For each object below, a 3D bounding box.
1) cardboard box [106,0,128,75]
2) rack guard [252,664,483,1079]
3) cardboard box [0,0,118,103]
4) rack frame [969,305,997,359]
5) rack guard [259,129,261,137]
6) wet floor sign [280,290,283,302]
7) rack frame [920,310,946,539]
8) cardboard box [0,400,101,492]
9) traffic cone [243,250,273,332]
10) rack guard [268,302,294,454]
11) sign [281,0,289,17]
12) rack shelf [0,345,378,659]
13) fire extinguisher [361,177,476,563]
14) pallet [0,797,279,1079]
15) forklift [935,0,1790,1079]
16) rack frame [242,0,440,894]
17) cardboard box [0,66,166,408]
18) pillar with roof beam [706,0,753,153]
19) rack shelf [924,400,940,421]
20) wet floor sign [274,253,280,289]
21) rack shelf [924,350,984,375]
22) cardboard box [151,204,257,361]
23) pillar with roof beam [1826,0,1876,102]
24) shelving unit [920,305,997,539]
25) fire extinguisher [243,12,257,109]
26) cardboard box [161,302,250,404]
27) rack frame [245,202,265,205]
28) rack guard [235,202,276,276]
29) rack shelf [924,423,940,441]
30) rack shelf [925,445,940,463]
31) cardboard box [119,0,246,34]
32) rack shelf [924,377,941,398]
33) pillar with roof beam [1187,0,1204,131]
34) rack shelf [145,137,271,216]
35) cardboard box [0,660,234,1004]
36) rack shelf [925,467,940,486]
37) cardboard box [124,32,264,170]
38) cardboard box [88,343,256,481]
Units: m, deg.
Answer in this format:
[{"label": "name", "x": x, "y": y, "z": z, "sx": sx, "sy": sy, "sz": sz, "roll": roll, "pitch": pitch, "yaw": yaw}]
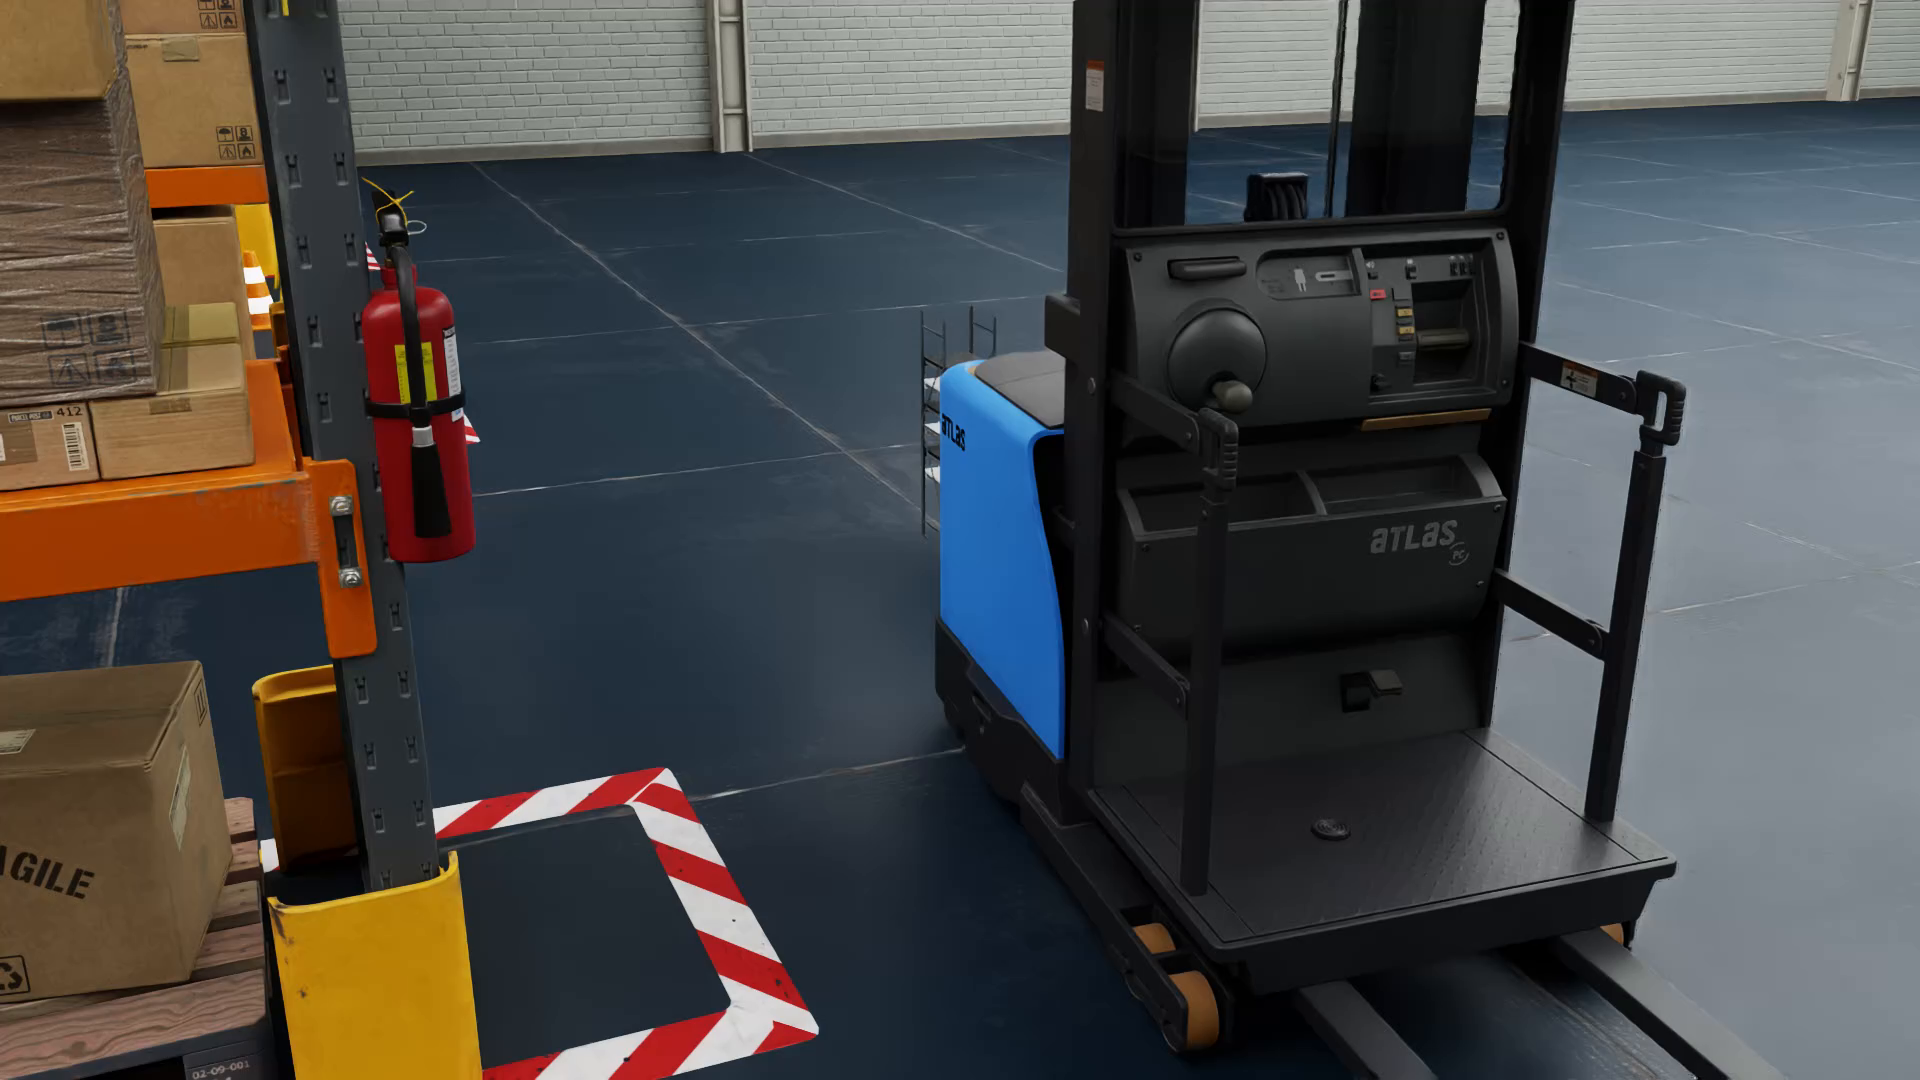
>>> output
[{"label": "cardboard box", "x": -1.885, "y": -1.133, "z": 3.119, "sx": 0.500, "sy": 0.500, "sz": 0.500, "roll": -8, "pitch": 21, "yaw": -22}, {"label": "rack guard", "x": -1.342, "y": 0.726, "z": 3.707, "sx": 0.348, "sy": 0.500, "sz": 1.175, "roll": -8, "pitch": 21, "yaw": -22}, {"label": "cardboard box", "x": -1.679, "y": -0.974, "z": 2.668, "sx": 0.500, "sy": 0.500, "sz": 0.500, "roll": -8, "pitch": 21, "yaw": -22}, {"label": "rack frame", "x": 0.086, "y": -0.437, "z": 6.408, "sx": 0.006, "sy": 0.900, "sz": 0.240, "roll": -8, "pitch": 21, "yaw": -22}, {"label": "rack guard", "x": -7.145, "y": -3.822, "z": 16.625, "sx": 0.348, "sy": 0.500, "sz": 1.175, "roll": -8, "pitch": 21, "yaw": -22}, {"label": "wet floor sign", "x": -3.902, "y": -1.486, "z": 9.770, "sx": 0.232, "sy": 0.644, "sz": 0.267, "roll": -12, "pitch": 23, "yaw": -31}, {"label": "rack frame", "x": -0.101, "y": -0.410, "z": 6.332, "sx": 0.006, "sy": 0.900, "sz": 0.240, "roll": -8, "pitch": 21, "yaw": -22}, {"label": "cardboard box", "x": -1.682, "y": -0.211, "z": 2.984, "sx": 0.250, "sy": 0.149, "sz": 0.380, "roll": -8, "pitch": 21, "yaw": -22}, {"label": "traffic cone", "x": -4.329, "y": -1.545, "z": 10.212, "sx": 0.334, "sy": 0.463, "sz": 0.336, "roll": -8, "pitch": 21, "yaw": -22}, {"label": "rack guard", "x": -3.122, "y": -0.813, "z": 8.078, "sx": 0.348, "sy": 0.500, "sz": 1.175, "roll": -8, "pitch": 21, "yaw": -22}, {"label": "sign", "x": -1.071, "y": -0.986, "z": 2.587, "sx": 0.005, "sy": 0.325, "sz": 0.100, "roll": -8, "pitch": 21, "yaw": -22}, {"label": "rack shelf", "x": -3.108, "y": 0.140, "z": 2.692, "sx": 4.000, "sy": 0.370, "sz": 1.077, "roll": -8, "pitch": 21, "yaw": -22}, {"label": "fire extinguisher", "x": -0.984, "y": -0.301, "z": 2.977, "sx": 0.183, "sy": 0.674, "sz": 0.296, "roll": -8, "pitch": 21, "yaw": -22}, {"label": "pallet", "x": -2.102, "y": 0.959, "z": 3.482, "sx": 1.213, "sy": 0.211, "sz": 1.003, "roll": -8, "pitch": 21, "yaw": -22}, {"label": "forklift", "x": 0.865, "y": -0.461, "z": 3.419, "sx": 1.130, "sy": 2.935, "sz": 3.031, "roll": -6, "pitch": 20, "yaw": -17}, {"label": "rack frame", "x": -1.272, "y": -0.463, "z": 3.320, "sx": 0.127, "sy": 3.000, "sz": 1.000, "roll": -8, "pitch": 21, "yaw": -22}, {"label": "cardboard box", "x": -1.788, "y": -0.586, "z": 3.072, "sx": 0.500, "sy": 0.500, "sz": 0.875, "roll": -8, "pitch": 21, "yaw": -22}, {"label": "pillar with roof beam", "x": -0.949, "y": -7.488, "z": 14.238, "sx": 0.400, "sy": 9.000, "sz": 9.100, "roll": -8, "pitch": 21, "yaw": -22}, {"label": "rack shelf", "x": -0.007, "y": -0.477, "z": 6.351, "sx": 0.200, "sy": 0.077, "sz": 0.258, "roll": -8, "pitch": 21, "yaw": -22}, {"label": "wet floor sign", "x": -4.599, "y": -2.073, "z": 11.438, "sx": 0.232, "sy": 0.644, "sz": 0.267, "roll": -1, "pitch": 19, "yaw": -3}, {"label": "rack shelf", "x": -0.007, "y": -0.647, "z": 6.291, "sx": 0.200, "sy": 0.077, "sz": 0.258, "roll": -8, "pitch": 21, "yaw": -22}, {"label": "cardboard box", "x": -3.740, "y": -1.075, "z": 7.626, "sx": 0.875, "sy": 0.875, "sz": 0.875, "roll": -8, "pitch": 21, "yaw": -22}, {"label": "pillar with roof beam", "x": 15.579, "y": -9.855, "z": 20.963, "sx": 0.400, "sy": 9.000, "sz": 9.100, "roll": -8, "pitch": 21, "yaw": -22}, {"label": "shelving unit", "x": -0.007, "y": -0.423, "z": 6.370, "sx": 0.210, "sy": 0.900, "sz": 0.258, "roll": -8, "pitch": 21, "yaw": -22}, {"label": "fire extinguisher", "x": -4.910, "y": -3.323, "z": 11.560, "sx": 0.183, "sy": 0.674, "sz": 0.296, "roll": -8, "pitch": 21, "yaw": -22}, {"label": "cardboard box", "x": -1.628, "y": -0.380, "z": 3.462, "sx": 0.250, "sy": 0.149, "sz": 0.380, "roll": -8, "pitch": 21, "yaw": -22}, {"label": "rack frame", "x": -5.197, "y": -3.485, "z": 11.903, "sx": 0.127, "sy": 3.000, "sz": 1.000, "roll": -8, "pitch": 21, "yaw": -22}, {"label": "rack guard", "x": -5.267, "y": -2.296, "z": 12.290, "sx": 0.348, "sy": 0.500, "sz": 1.175, "roll": -8, "pitch": 21, "yaw": -22}, {"label": "rack shelf", "x": -0.007, "y": -0.392, "z": 6.381, "sx": 0.200, "sy": 0.077, "sz": 0.258, "roll": -8, "pitch": 21, "yaw": -22}, {"label": "rack shelf", "x": -0.007, "y": -0.307, "z": 6.411, "sx": 0.200, "sy": 0.077, "sz": 0.258, "roll": -8, "pitch": 21, "yaw": -22}, {"label": "cardboard box", "x": -3.500, "y": -2.532, "z": 7.344, "sx": 0.550, "sy": 0.550, "sz": 0.875, "roll": -8, "pitch": 21, "yaw": -22}, {"label": "rack shelf", "x": -0.007, "y": -0.562, "z": 6.321, "sx": 0.200, "sy": 0.077, "sz": 0.258, "roll": -8, "pitch": 21, "yaw": -22}, {"label": "pillar with roof beam", "x": 4.560, "y": -8.277, "z": 16.480, "sx": 0.400, "sy": 9.000, "sz": 9.100, "roll": -8, "pitch": 21, "yaw": -22}, {"label": "rack shelf", "x": -4.980, "y": -1.386, "z": 7.026, "sx": 4.000, "sy": 0.370, "sz": 1.077, "roll": -8, "pitch": 21, "yaw": -22}, {"label": "cardboard box", "x": -1.852, "y": 0.595, "z": 3.447, "sx": 0.500, "sy": 0.500, "sz": 0.500, "roll": -4, "pitch": 20, "yaw": -12}, {"label": "rack shelf", "x": -0.007, "y": -0.222, "z": 6.440, "sx": 0.200, "sy": 0.077, "sz": 0.258, "roll": -8, "pitch": 21, "yaw": -22}, {"label": "cardboard box", "x": -3.467, "y": -1.997, "z": 7.451, "sx": 0.550, "sy": 0.550, "sz": 0.875, "roll": -8, "pitch": 21, "yaw": -22}, {"label": "cardboard box", "x": -1.452, "y": -0.244, "z": 3.077, "sx": 0.250, "sy": 0.149, "sz": 0.380, "roll": -8, "pitch": 21, "yaw": -22}]
